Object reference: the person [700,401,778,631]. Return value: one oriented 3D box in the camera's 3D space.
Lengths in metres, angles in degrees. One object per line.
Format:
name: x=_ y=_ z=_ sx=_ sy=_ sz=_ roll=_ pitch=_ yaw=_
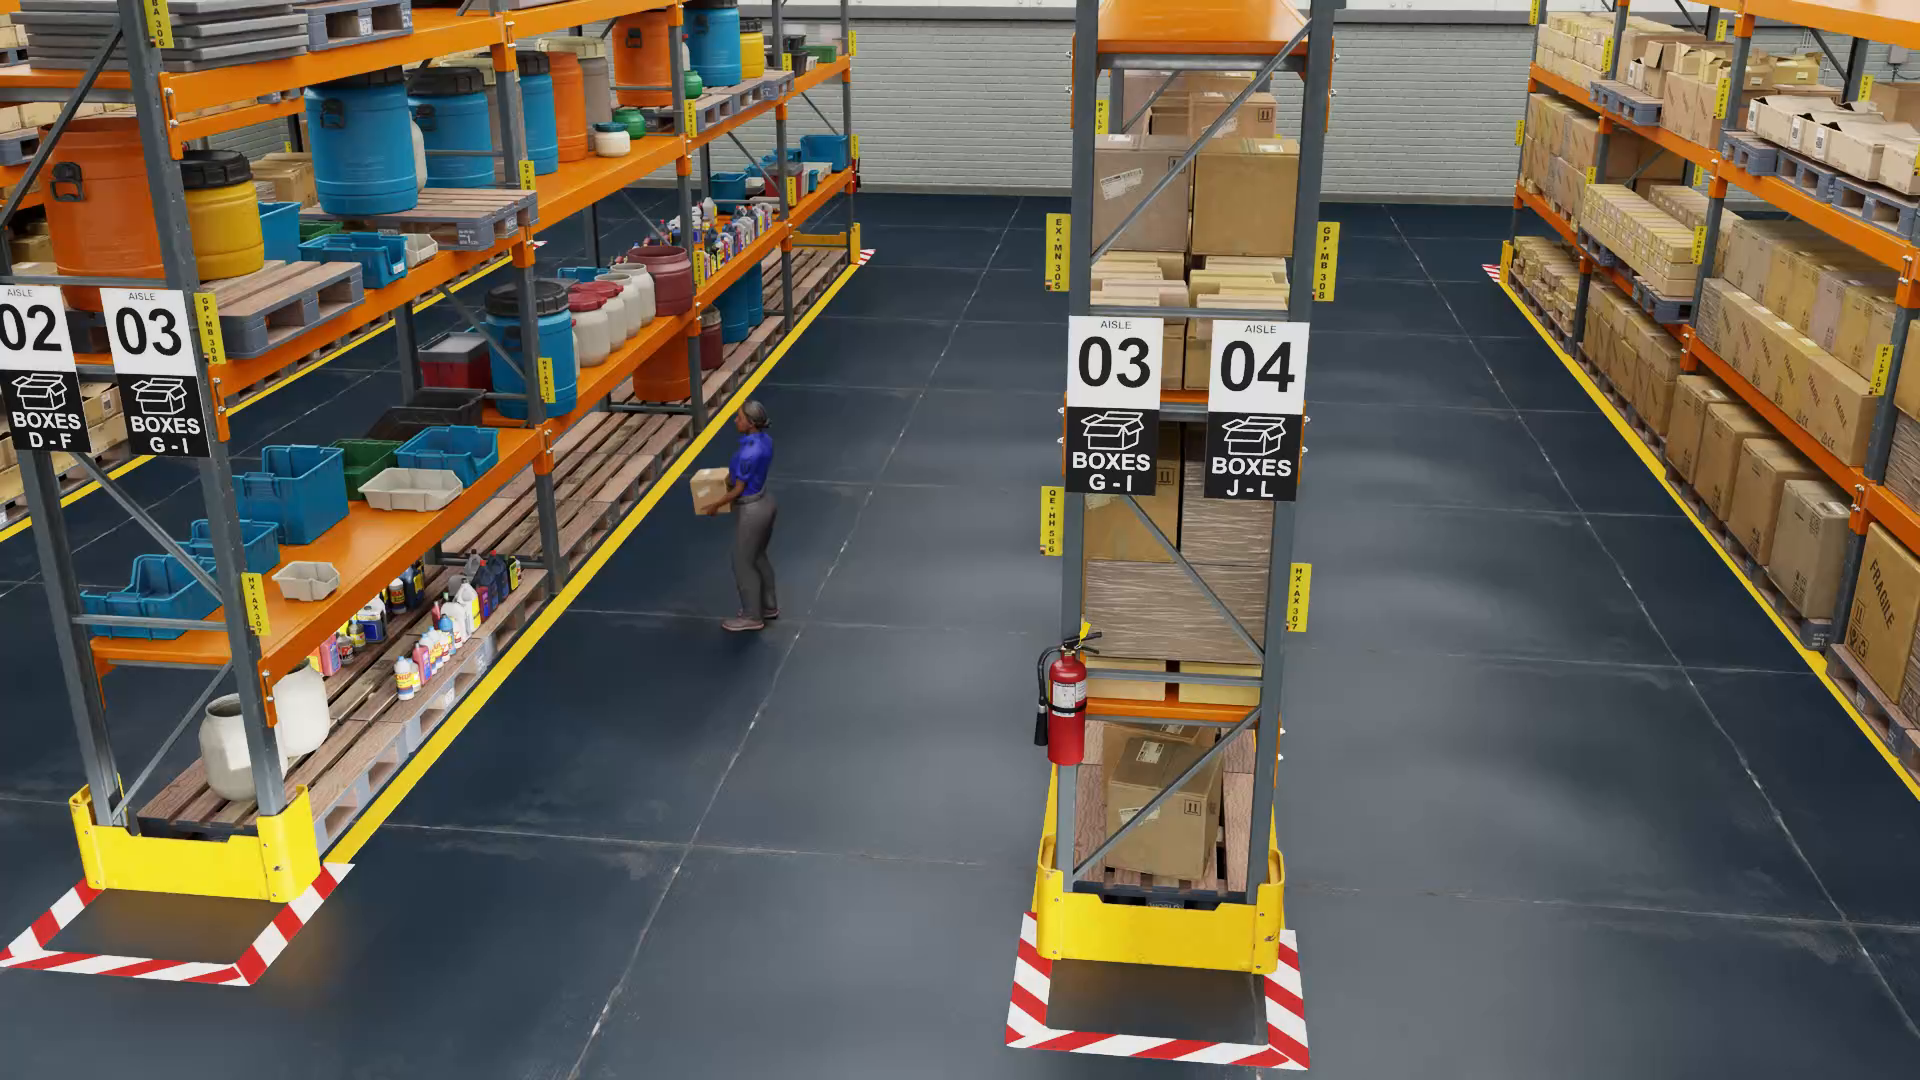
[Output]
person: x=-1.526 y=-0.178 z=11.561 sx=0.505 sy=1.655 sz=0.448 roll=3 pitch=21 yaw=7
